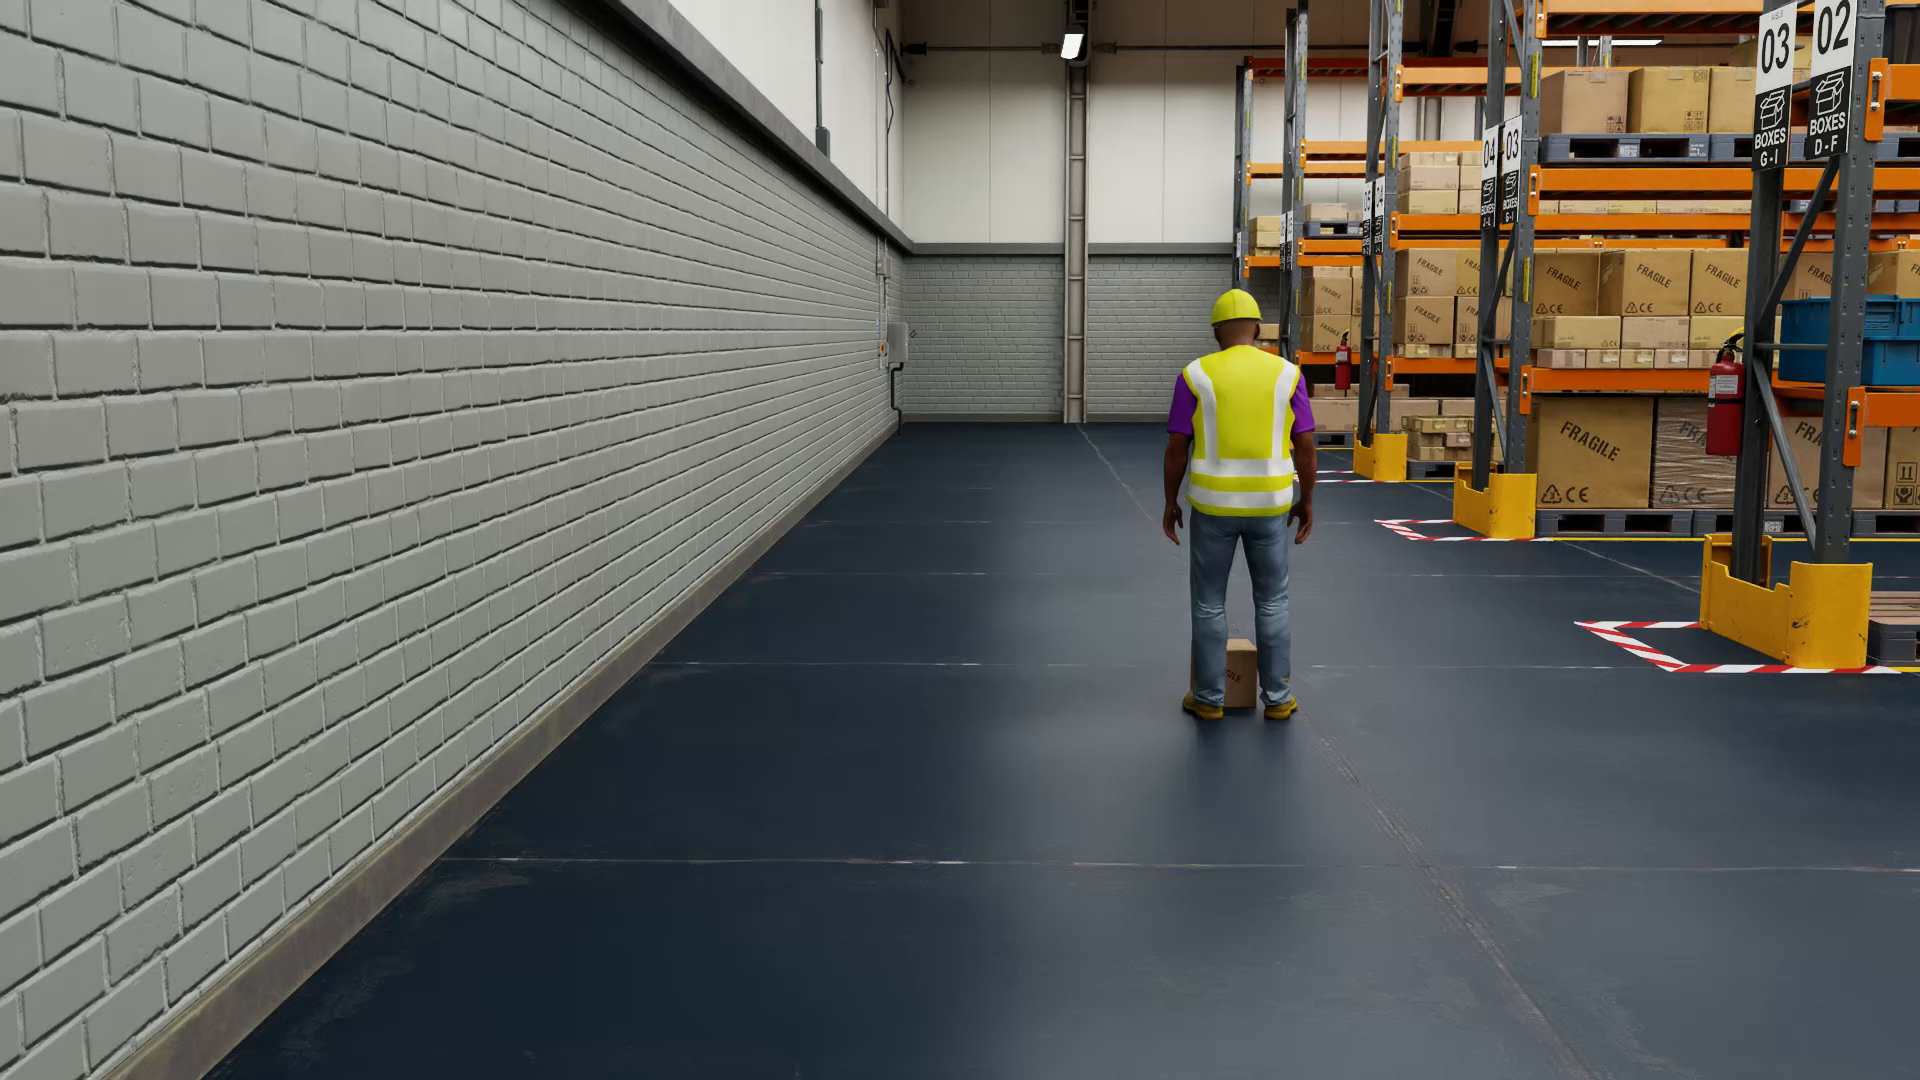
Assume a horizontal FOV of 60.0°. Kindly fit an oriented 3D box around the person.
[{"bbox_3d":[1.148,-0.146,6.854,0.627,1.761,0.456,0,7,2],"label":"person"}]
